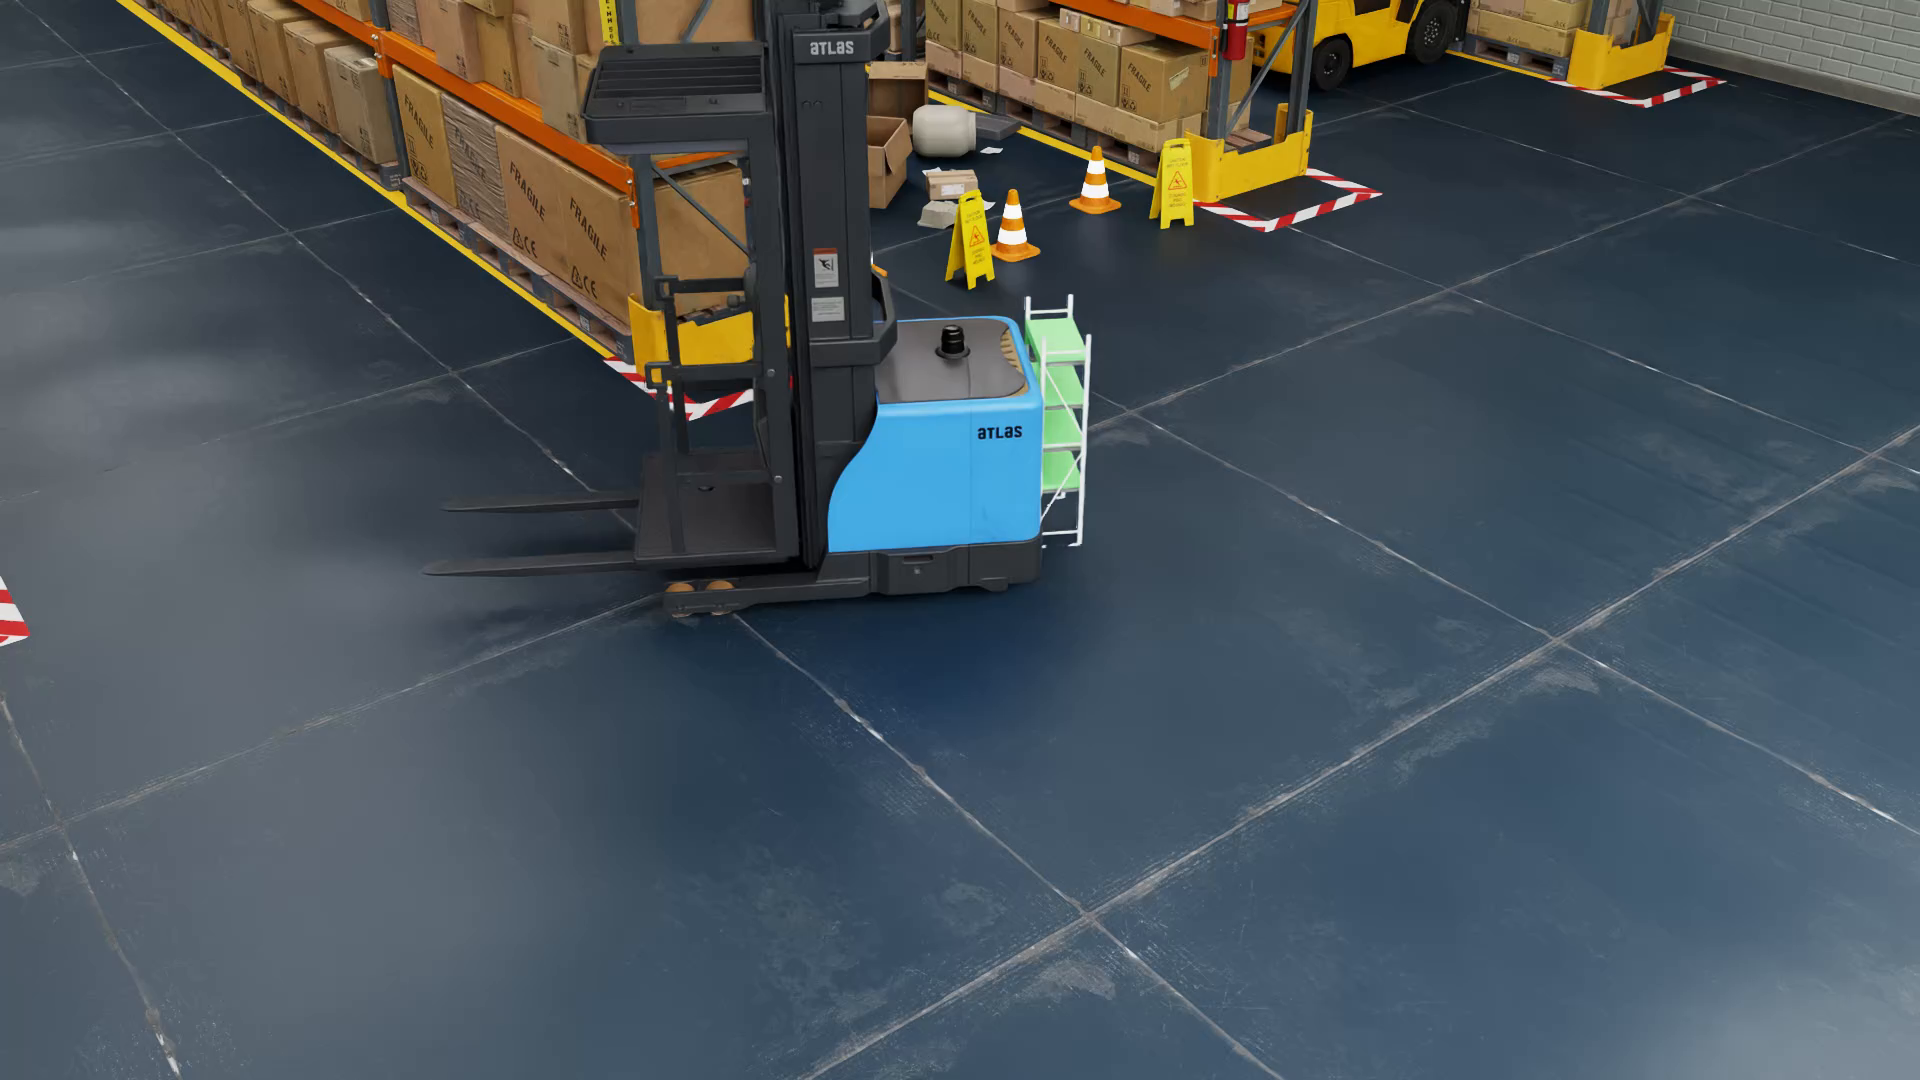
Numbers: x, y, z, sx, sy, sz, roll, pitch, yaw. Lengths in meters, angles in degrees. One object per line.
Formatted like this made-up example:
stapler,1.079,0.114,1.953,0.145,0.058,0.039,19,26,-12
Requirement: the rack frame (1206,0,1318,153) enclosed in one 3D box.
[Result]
rack frame,2.335,-4.120,12.541,1.000,3.000,0.127,-22,38,-31

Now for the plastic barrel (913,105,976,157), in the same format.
plastic barrel,-0.128,-3.397,13.818,0.512,0.421,0.421,1,32,2

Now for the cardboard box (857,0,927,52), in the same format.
cardboard box,-0.442,-5.067,16.158,0.950,0.372,0.625,-22,38,-31

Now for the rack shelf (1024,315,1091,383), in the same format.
rack shelf,0.486,-0.959,8.368,0.258,0.148,0.480,-4,32,-6

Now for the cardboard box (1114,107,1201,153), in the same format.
cardboard box,1.612,-3.390,13.574,0.500,0.250,0.500,-22,38,-32

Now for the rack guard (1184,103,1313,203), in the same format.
rack guard,2.288,-3.090,13.251,1.175,0.500,0.348,-22,38,-31

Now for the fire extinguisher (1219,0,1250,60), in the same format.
fire extinguisher,2.041,-3.891,12.245,0.296,0.674,0.183,-22,38,-31

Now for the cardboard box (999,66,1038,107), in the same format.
cardboard box,0.694,-4.025,14.596,0.500,0.250,0.500,-23,38,-32

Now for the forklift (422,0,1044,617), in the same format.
forklift,-1.145,-1.161,7.842,3.031,2.935,1.130,-3,32,-6

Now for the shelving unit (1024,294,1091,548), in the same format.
shelving unit,0.486,-0.606,8.588,0.258,1.200,0.503,-4,32,-6

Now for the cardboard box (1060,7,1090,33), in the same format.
cardboard box,1.048,-4.322,13.748,0.380,0.149,0.250,-21,37,-29

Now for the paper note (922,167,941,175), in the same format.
paper note,-0.220,-3.007,13.573,0.148,0.019,0.142,-10,33,-15

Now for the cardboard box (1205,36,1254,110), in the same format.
cardboard box,2.044,-3.885,13.659,0.500,0.500,0.500,-24,39,-33

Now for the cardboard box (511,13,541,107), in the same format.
cardboard box,-2.375,-3.177,10.879,0.875,0.550,0.550,-22,38,-31

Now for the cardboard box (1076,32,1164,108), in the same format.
cardboard box,1.315,-3.915,13.708,0.500,0.500,0.500,-21,37,-30

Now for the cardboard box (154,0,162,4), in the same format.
cardboard box,-8.302,-5.981,17.507,0.500,0.500,0.500,-20,37,-29

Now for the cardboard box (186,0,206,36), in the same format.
cardboard box,-7.344,-5.335,16.467,0.500,0.500,0.500,-21,37,-30

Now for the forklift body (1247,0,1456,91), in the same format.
forklift body,3.650,-5.567,15.675,2.313,2.155,1.214,-22,38,-31

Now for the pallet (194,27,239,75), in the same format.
pallet,-6.897,-4.952,16.524,1.003,0.211,1.213,-22,38,-31

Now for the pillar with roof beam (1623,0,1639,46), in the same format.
pillar with roof beam,3.138,-7.465,12.241,9.100,9.000,0.400,-22,38,-31

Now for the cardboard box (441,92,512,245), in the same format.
cardboard box,-3.080,-2.760,11.967,0.875,0.875,0.875,-22,38,-31

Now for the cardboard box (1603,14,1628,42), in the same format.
cardboard box,6.107,-5.006,16.175,0.500,0.250,0.500,-22,38,-31

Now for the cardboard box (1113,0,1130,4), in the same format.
cardboard box,1.372,-4.381,13.199,0.380,0.149,0.250,-22,38,-31

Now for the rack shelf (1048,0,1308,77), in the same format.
rack shelf,1.108,-4.648,14.073,1.077,0.370,4.000,-22,38,-31

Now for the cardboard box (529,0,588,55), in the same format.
cardboard box,-2.120,-3.366,10.160,0.875,0.550,0.550,-22,38,-31

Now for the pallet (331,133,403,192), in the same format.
pallet,-4.499,-3.256,13.793,1.003,0.211,1.213,-22,38,-31

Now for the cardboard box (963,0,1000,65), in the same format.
cardboard box,0.368,-4.564,14.752,0.500,0.500,0.500,-21,37,-30

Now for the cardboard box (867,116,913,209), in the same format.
cardboard box,-0.742,-2.973,13.059,0.637,0.503,0.797,6,32,10

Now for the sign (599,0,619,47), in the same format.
sign,-1.950,-2.899,9.253,0.100,0.325,0.005,-22,38,-31

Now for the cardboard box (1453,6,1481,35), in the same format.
cardboard box,5.119,-5.253,16.574,0.500,0.250,0.500,-22,38,-31

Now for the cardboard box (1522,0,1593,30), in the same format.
cardboard box,5.708,-5.052,15.776,0.500,0.250,0.500,-23,38,-32

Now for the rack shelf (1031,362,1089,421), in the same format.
rack shelf,0.486,-0.755,8.495,0.258,0.148,0.480,-4,32,-6

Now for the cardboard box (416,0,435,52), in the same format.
cardboard box,-3.375,-3.836,11.941,0.875,0.550,0.550,-22,38,-31

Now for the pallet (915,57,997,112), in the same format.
pallet,0.322,-4.334,15.529,1.003,0.211,1.213,-22,38,-31

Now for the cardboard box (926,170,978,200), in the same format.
cardboard box,-0.064,-2.802,13.120,0.380,0.149,0.250,-4,32,-7

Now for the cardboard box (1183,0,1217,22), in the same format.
cardboard box,1.937,-4.100,12.747,0.380,0.149,0.250,-21,37,-30

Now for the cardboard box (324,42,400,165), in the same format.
cardboard box,-4.418,-3.596,13.431,1.050,0.750,0.750,-22,38,-32

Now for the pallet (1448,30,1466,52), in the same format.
pallet,5.008,-5.357,17.174,1.003,0.211,1.213,-22,38,-31

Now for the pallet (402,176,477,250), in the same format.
pallet,-3.562,-2.617,12.763,1.003,0.211,1.213,-22,38,-31

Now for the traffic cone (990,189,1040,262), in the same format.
traffic cone,0.384,-2.304,12.020,0.336,0.463,0.334,-22,38,-31

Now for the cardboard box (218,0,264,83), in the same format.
cardboard box,-6.117,-4.751,15.290,1.050,0.750,0.750,-23,38,-32
